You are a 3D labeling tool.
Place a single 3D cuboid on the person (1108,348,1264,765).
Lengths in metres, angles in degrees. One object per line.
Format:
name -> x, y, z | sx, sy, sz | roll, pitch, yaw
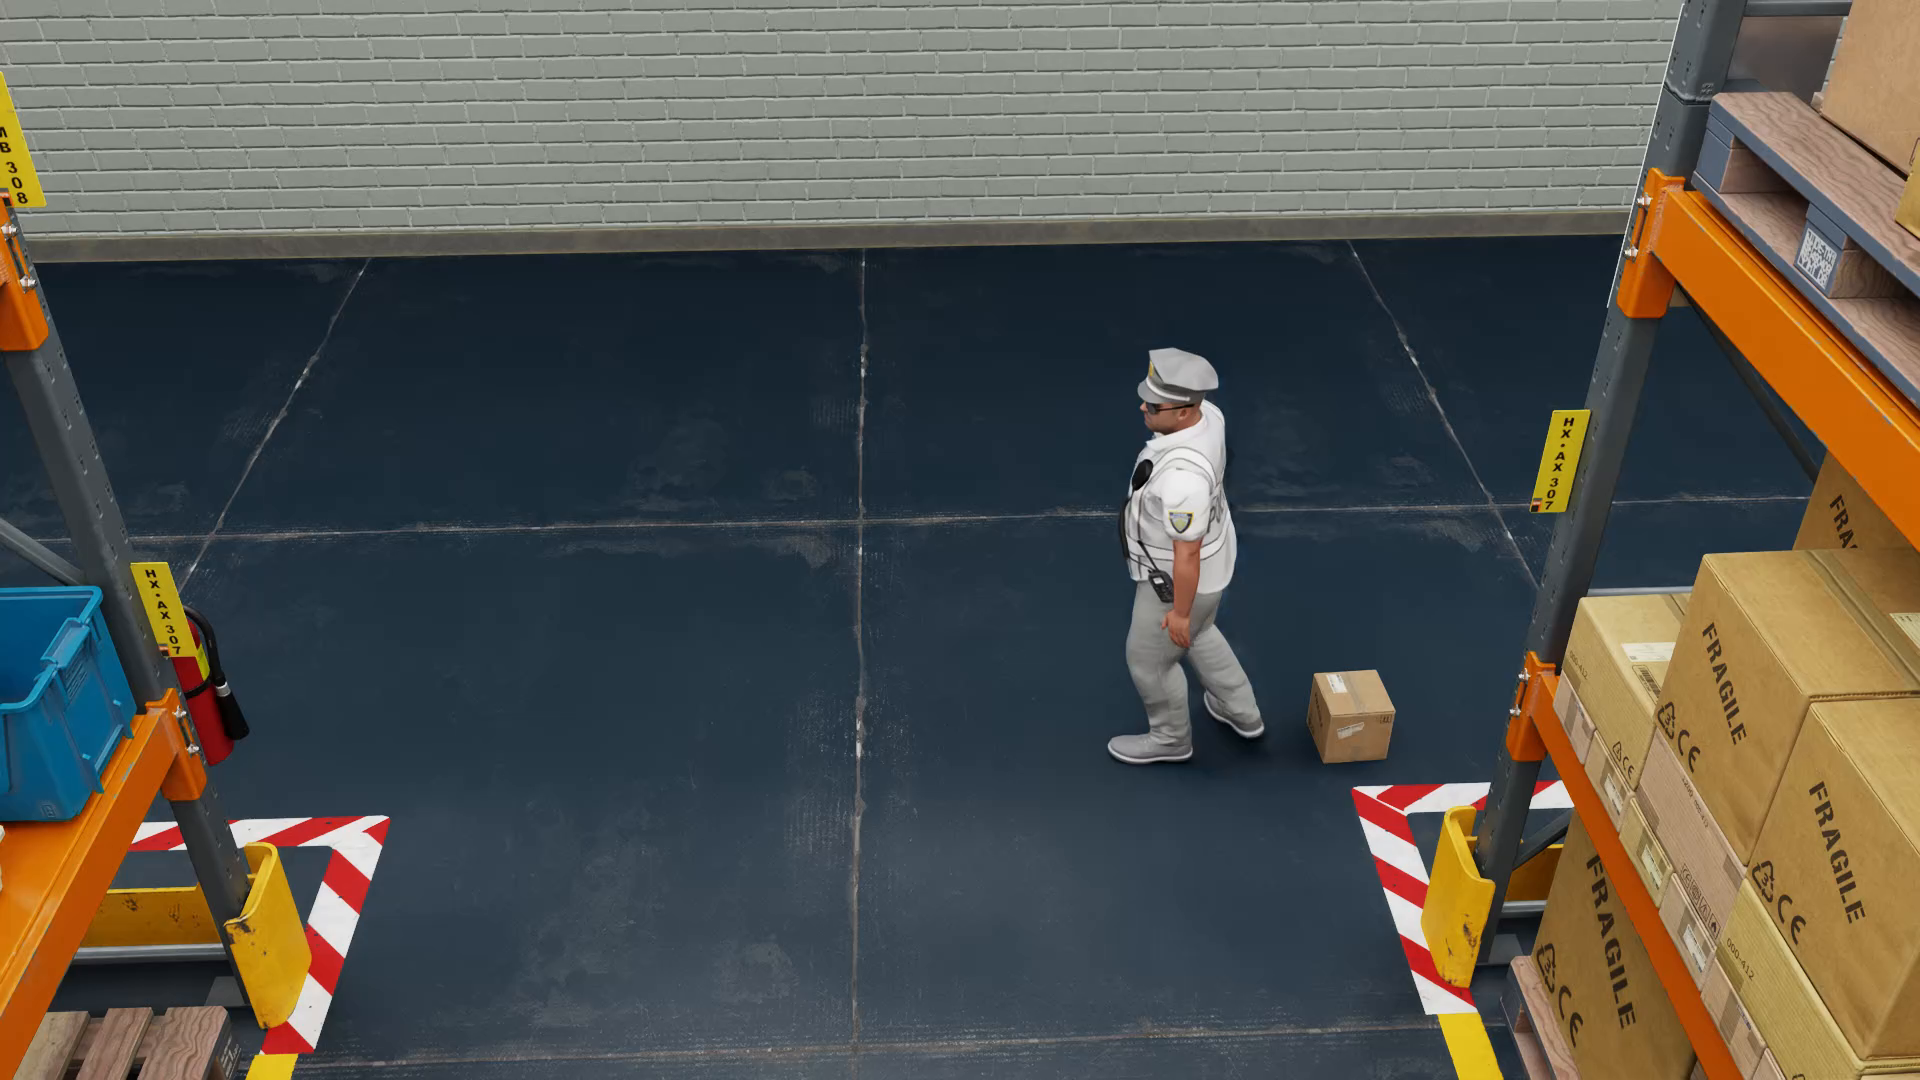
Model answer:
person -> 0.874, 0.101, 5.989 | 0.580, 1.745, 0.595 | 10, 36, 14
